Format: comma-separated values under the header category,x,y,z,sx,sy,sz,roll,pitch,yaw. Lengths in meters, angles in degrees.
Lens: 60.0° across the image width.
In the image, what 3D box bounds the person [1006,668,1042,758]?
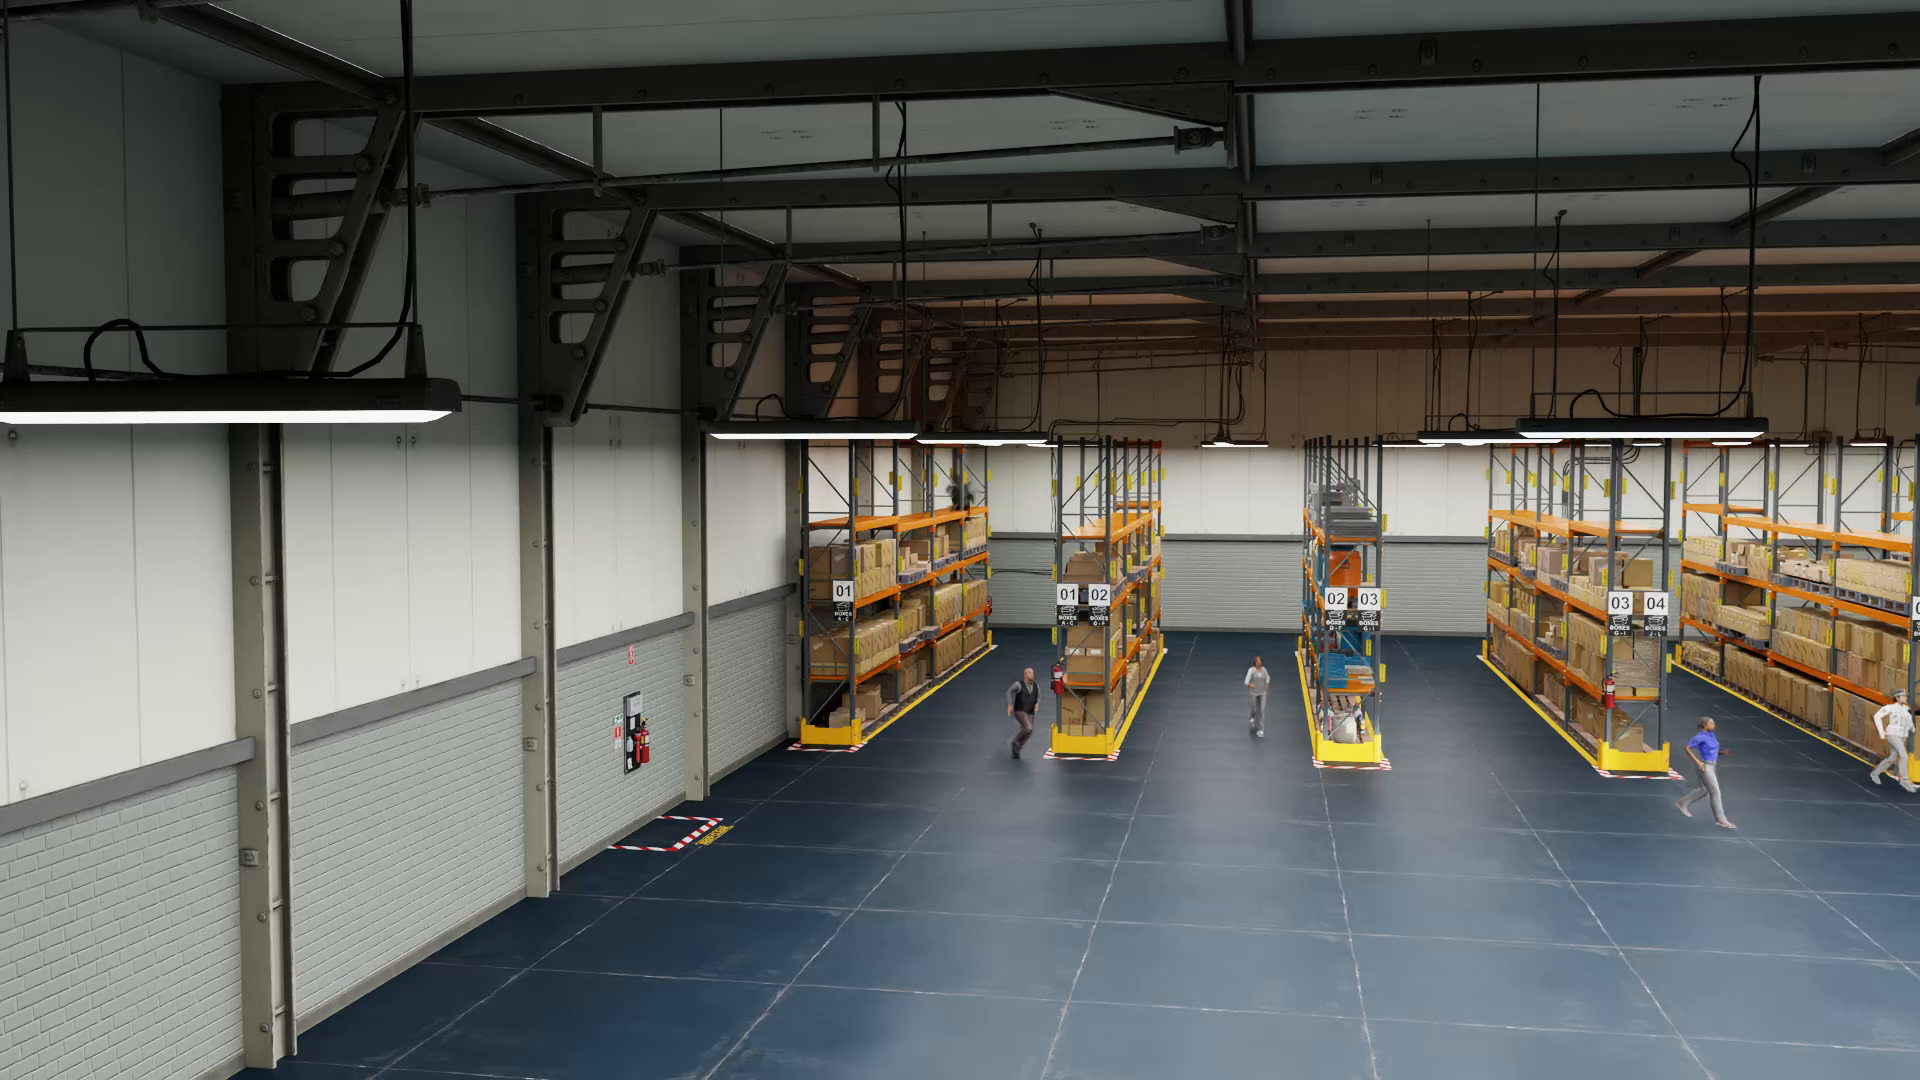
category,x,y,z,sx,sy,sz,roll,pitch,yaw
person,1.252,3.215,30.875,0.662,1.653,0.612,-2,4,-29

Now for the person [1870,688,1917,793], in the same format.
category,x,y,z,sx,sy,sz,roll,pitch,yaw
person,15.893,3.350,28.126,0.607,1.685,0.868,-1,3,-24

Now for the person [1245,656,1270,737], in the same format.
category,x,y,z,sx,sy,sz,roll,pitch,yaw
person,5.986,3.120,33.411,0.538,1.591,0.803,0,3,-3

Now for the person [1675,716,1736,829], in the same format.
category,x,y,z,sx,sy,sz,roll,pitch,yaw
person,11.363,3.502,25.327,0.939,1.646,0.576,3,4,42
